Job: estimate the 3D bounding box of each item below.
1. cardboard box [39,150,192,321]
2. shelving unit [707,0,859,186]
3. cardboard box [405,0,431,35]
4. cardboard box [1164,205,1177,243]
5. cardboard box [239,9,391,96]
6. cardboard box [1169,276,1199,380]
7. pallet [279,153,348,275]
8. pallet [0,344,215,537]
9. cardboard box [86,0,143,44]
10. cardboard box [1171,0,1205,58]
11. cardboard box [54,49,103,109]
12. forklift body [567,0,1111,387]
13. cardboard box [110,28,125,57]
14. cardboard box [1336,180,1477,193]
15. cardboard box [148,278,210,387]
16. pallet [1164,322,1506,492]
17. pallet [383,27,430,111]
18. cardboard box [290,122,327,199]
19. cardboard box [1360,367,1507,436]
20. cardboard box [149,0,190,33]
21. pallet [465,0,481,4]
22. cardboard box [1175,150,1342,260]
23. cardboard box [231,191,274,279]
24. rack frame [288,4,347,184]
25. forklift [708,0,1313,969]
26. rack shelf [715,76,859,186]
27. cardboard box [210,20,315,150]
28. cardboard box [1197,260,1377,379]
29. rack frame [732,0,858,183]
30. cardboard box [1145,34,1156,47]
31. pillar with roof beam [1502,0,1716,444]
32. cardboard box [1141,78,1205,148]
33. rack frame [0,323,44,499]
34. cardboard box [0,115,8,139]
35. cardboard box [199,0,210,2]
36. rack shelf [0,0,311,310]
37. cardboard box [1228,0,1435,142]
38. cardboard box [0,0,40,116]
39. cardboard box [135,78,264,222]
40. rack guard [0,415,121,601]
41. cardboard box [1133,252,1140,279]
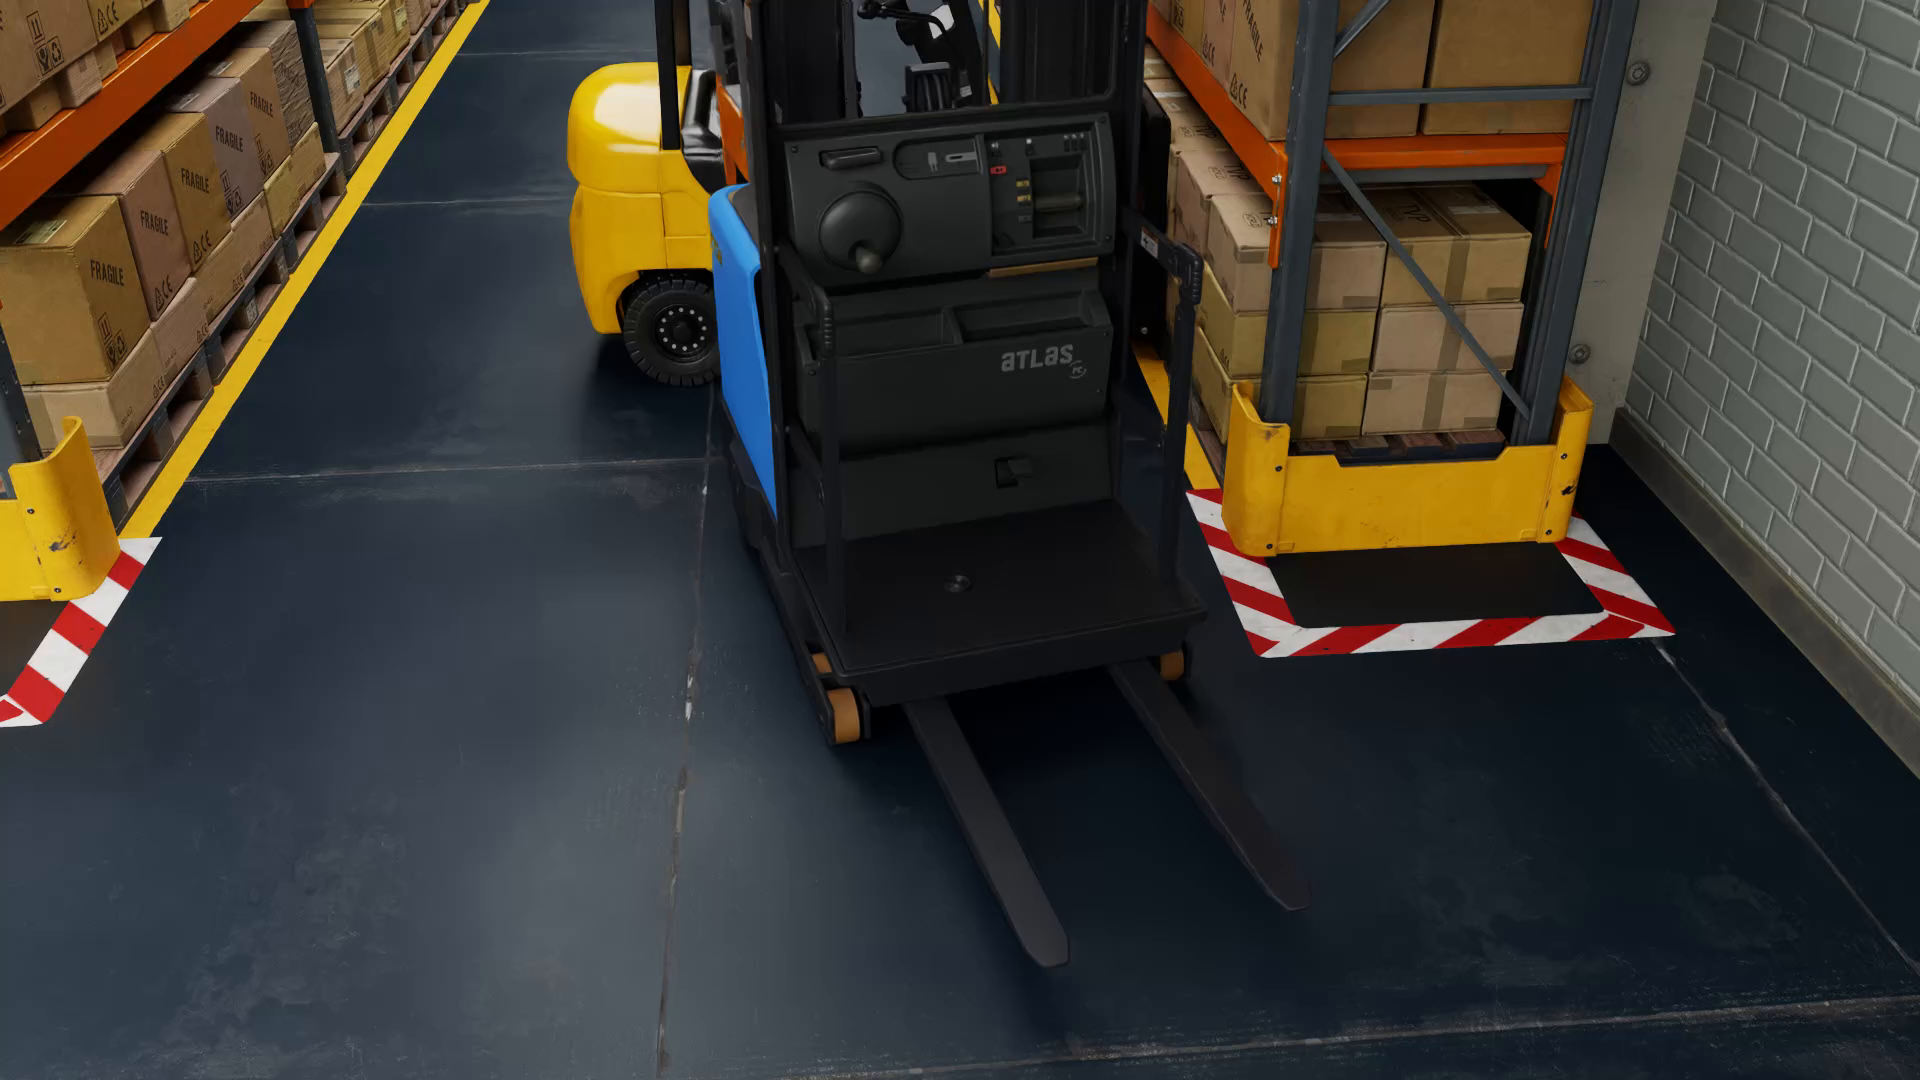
[{"bbox_3d":[-3.282,-1.142,6.277,0.500,0.500,0.500,-4,31,-6],"label":"cardboard box"},{"bbox_3d":[-0.615,-1.397,6.022,0.431,2.100,0.503,-11,32,-14],"label":"shelving unit"},{"bbox_3d":[-4.054,-3.587,10.984,0.950,0.372,0.625,-3,31,-6],"label":"cardboard box"},{"bbox_3d":[1.054,-1.323,6.824,0.500,0.250,0.500,-3,31,-6],"label":"cardboard box"},{"bbox_3d":[-3.922,-2.845,9.741,0.950,0.372,0.625,-1,31,-1],"label":"cardboard box"},{"bbox_3d":[1.120,-0.835,6.494,0.500,0.250,0.500,-3,31,-5],"label":"cardboard box"},{"bbox_3d":[-3.702,-1.620,8.256,1.003,0.211,1.213,-3,31,-5],"label":"pallet"},{"bbox_3d":[-3.474,-0.374,6.171,1.003,0.211,1.213,-3,31,-5],"label":"pallet"},{"bbox_3d":[-3.294,-2.066,5.897,0.500,0.500,0.500,-3,31,-6],"label":"cardboard box"},{"bbox_3d":[1.121,-2.164,6.351,0.500,0.500,0.500,-3,31,-6],"label":"cardboard box"},{"bbox_3d":[-3.211,-1.591,5.733,0.380,0.149,0.250,-2,31,-4],"label":"cardboard box"},{"bbox_3d":[-0.478,-1.872,6.787,2.313,2.155,1.214,-3,31,-5],"label":"forklift body"},{"bbox_3d":[-3.353,-1.854,6.173,0.380,0.149,0.250,-2,31,-3],"label":"cardboard box"},{"bbox_3d":[1.609,-1.294,6.289,0.500,0.250,0.500,-3,31,-5],"label":"cardboard box"},{"bbox_3d":[-3.266,-0.802,6.440,0.500,0.250,0.500,-2,31,-3],"label":"cardboard box"},{"bbox_3d":[1.403,-0.547,6.460,1.003,0.211,1.213,-3,31,-5],"label":"pallet"},{"bbox_3d":[-3.991,-2.983,10.538,1.003,0.211,1.213,-3,31,-5],"label":"pallet"},{"bbox_3d":[-3.477,-1.869,8.226,0.500,0.250,0.500,-1,31,-2],"label":"cardboard box"},{"bbox_3d":[1.665,-0.616,6.128,0.500,0.250,0.500,-3,31,-4],"label":"cardboard box"},{"bbox_3d":[-3.314,-2.121,6.621,0.380,0.149,0.250,-2,31,-4],"label":"cardboard box"},{"bbox_3d":[-4.172,-4.410,12.927,1.003,0.211,1.213,-3,31,-5],"label":"pallet"},{"bbox_3d":[1.109,-1.266,6.241,0.500,0.250,0.500,-2,31,-4],"label":"cardboard box"},{"bbox_3d":[-3.374,-1.338,7.337,0.500,0.250,0.500,-2,31,-4],"label":"cardboard box"},{"bbox_3d":[-3.800,-3.158,8.113,1.000,3.000,0.127,-3,31,-5],"label":"rack frame"},{"bbox_3d":[0.052,-0.902,4.402,1.130,2.935,3.031,-9,32,-15],"label":"forklift"},{"bbox_3d":[-0.614,-1.385,6.029,0.431,0.518,0.480,-11,32,-14],"label":"rack shelf"},{"bbox_3d":[-3.477,-2.191,8.034,0.500,0.500,0.500,-3,31,-5],"label":"cardboard box"},{"bbox_3d":[1.159,-0.804,5.955,0.500,0.250,0.500,-3,31,-5],"label":"cardboard box"},{"bbox_3d":[-0.541,-1.279,5.821,0.400,2.100,0.015,-11,32,-14],"label":"rack frame"},{"bbox_3d":[0.912,-2.304,7.978,0.500,0.250,0.500,-3,31,-5],"label":"cardboard box"},{"bbox_3d":[-1.938,-4.124,3.879,9.100,9.000,0.400,-3,31,-5],"label":"pillar with roof beam"},{"bbox_3d":[1.012,-1.782,7.105,0.500,0.250,0.500,-3,31,-6],"label":"cardboard box"},{"bbox_3d":[-3.426,-1.116,4.694,1.000,3.000,0.127,-3,31,-5],"label":"rack frame"},{"bbox_3d":[-3.289,-1.320,5.280,0.380,0.149,0.250,-2,31,-4],"label":"cardboard box"},{"bbox_3d":[-3.368,-2.382,7.059,0.380,0.149,0.250,-3,31,-5],"label":"cardboard box"},{"bbox_3d":[-3.613,-1.828,6.588,1.077,0.370,4.000,-3,31,-5],"label":"rack shelf"},{"bbox_3d":[1.208,-1.638,5.469,0.500,0.500,0.500,-3,31,-6],"label":"cardboard box"},{"bbox_3d":[-3.194,-1.542,5.019,0.500,0.500,0.500,-3,31,-5],"label":"cardboard box"},{"bbox_3d":[-3.379,-1.671,7.163,0.500,0.500,0.500,-1,31,-2],"label":"cardboard box"},{"bbox_3d":[-3.433,-0.082,5.400,1.175,0.500,0.348,-3,31,-5],"label":"rack guard"},{"bbox_3d":[1.012,-1.355,7.365,0.500,0.250,0.500,-2,31,-3],"label":"cardboard box"}]
